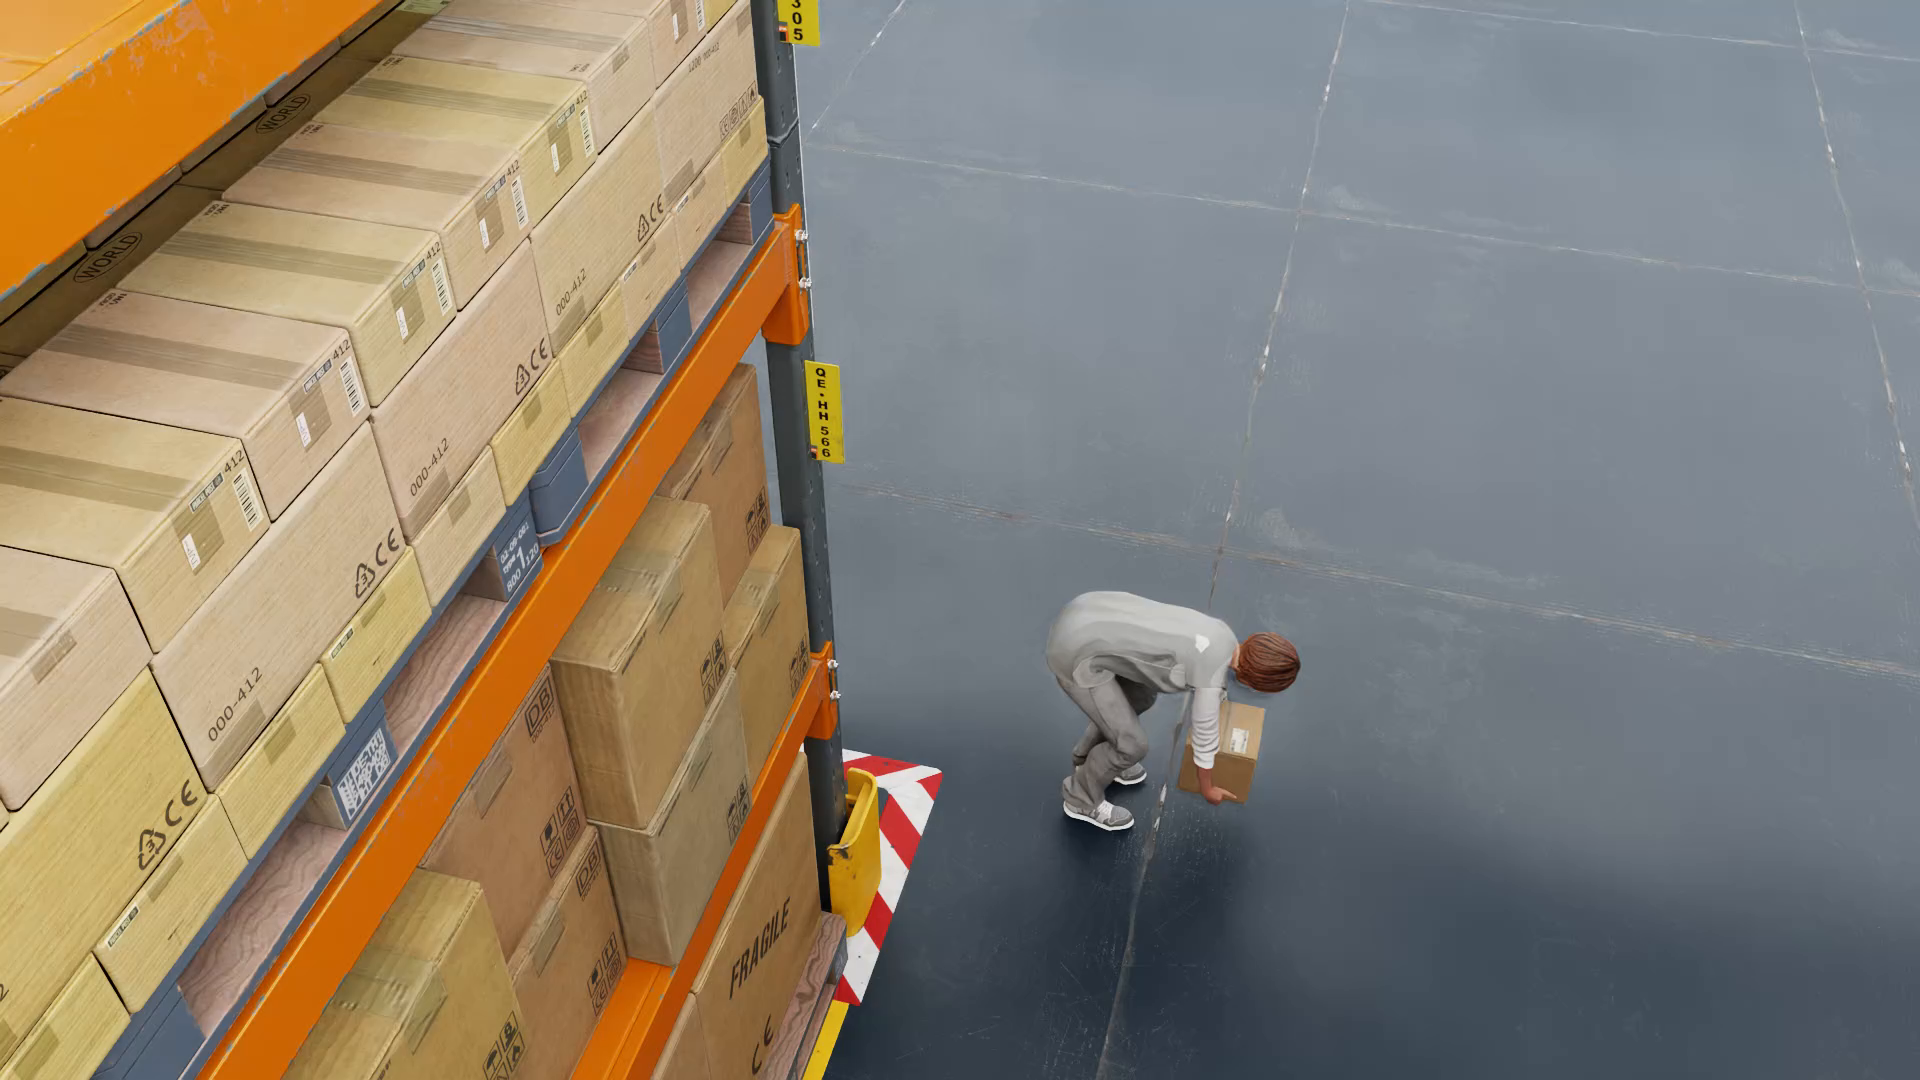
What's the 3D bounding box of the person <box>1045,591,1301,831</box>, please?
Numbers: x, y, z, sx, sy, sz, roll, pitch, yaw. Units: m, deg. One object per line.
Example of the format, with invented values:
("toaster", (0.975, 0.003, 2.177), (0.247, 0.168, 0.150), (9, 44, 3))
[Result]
("person", (0.728, 0.624, 5.920), (0.872, 0.991, 0.399), (9, 42, 10))
